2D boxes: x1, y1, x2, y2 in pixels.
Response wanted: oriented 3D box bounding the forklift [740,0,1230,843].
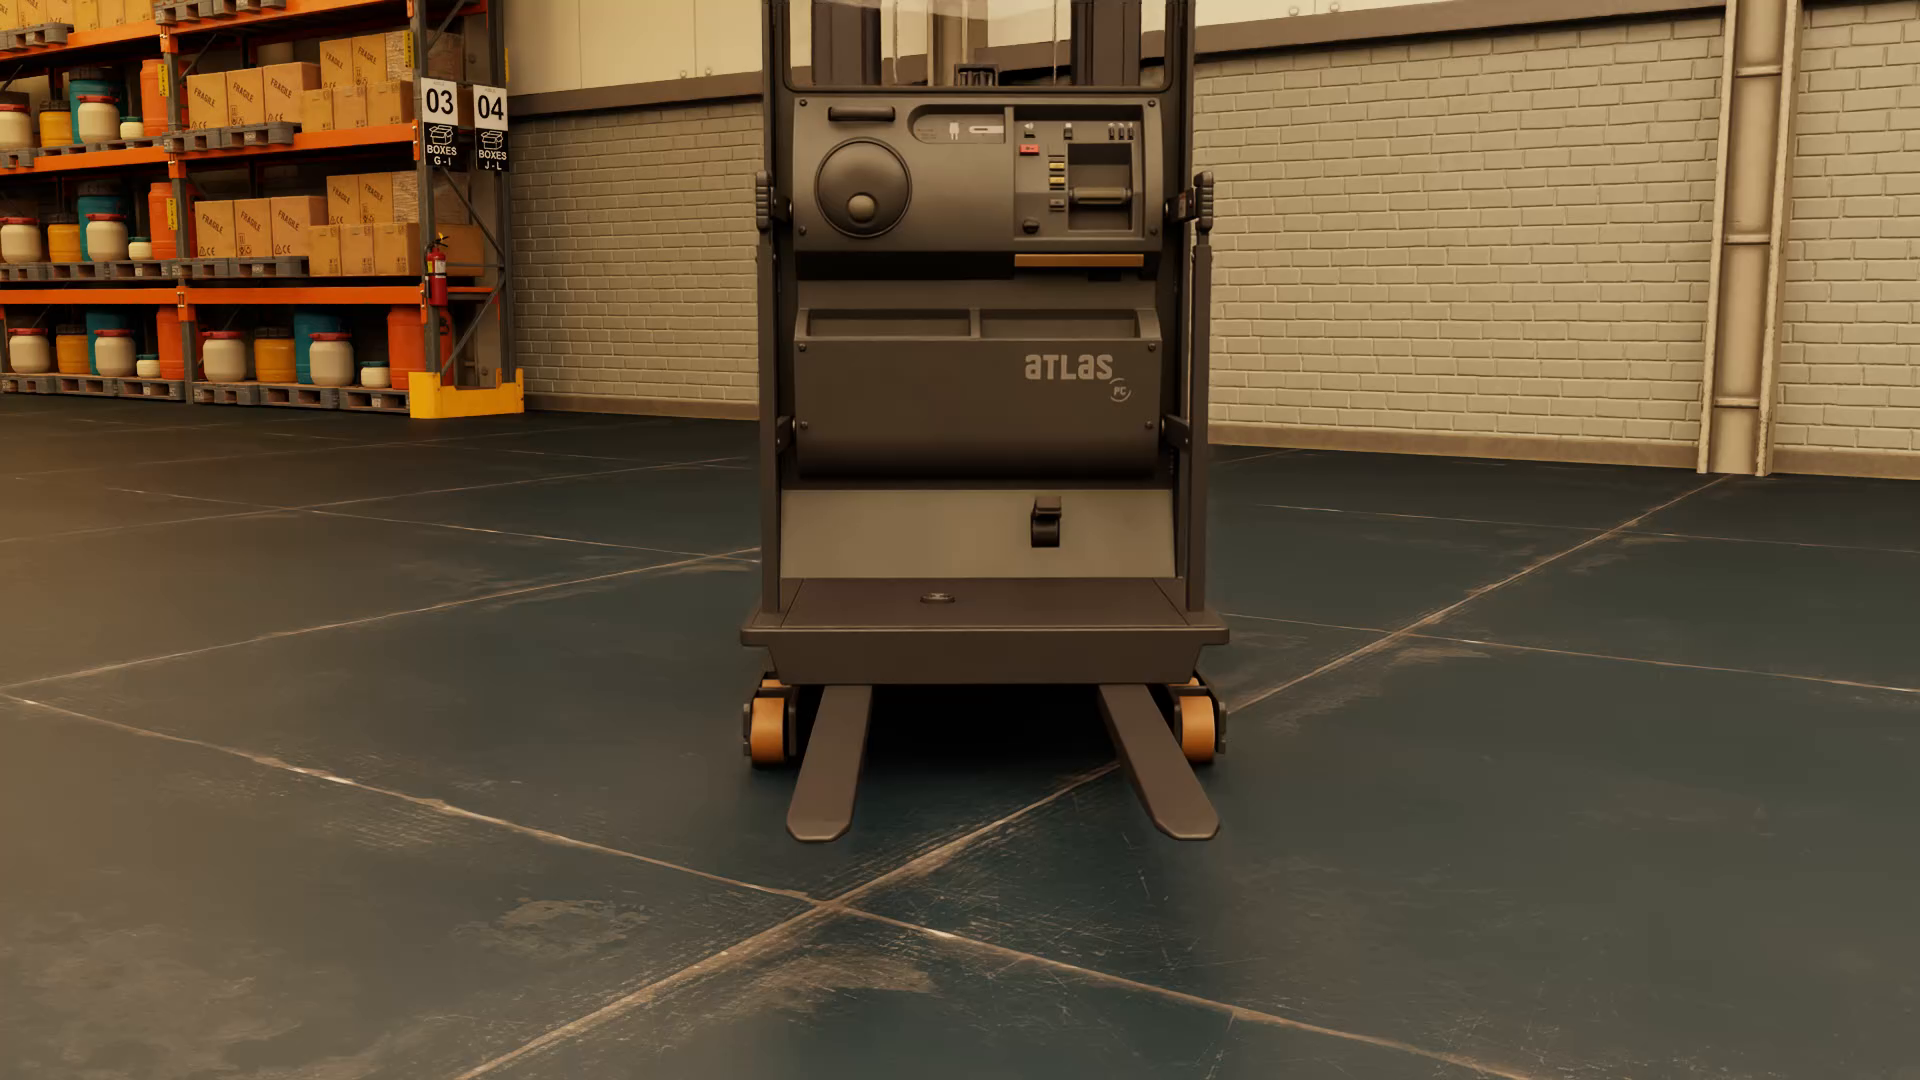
[{"bbox_3d":[0.050,-0.966,3.987,1.130,2.935,3.031,0,8,-1],"label":"forklift"}]
